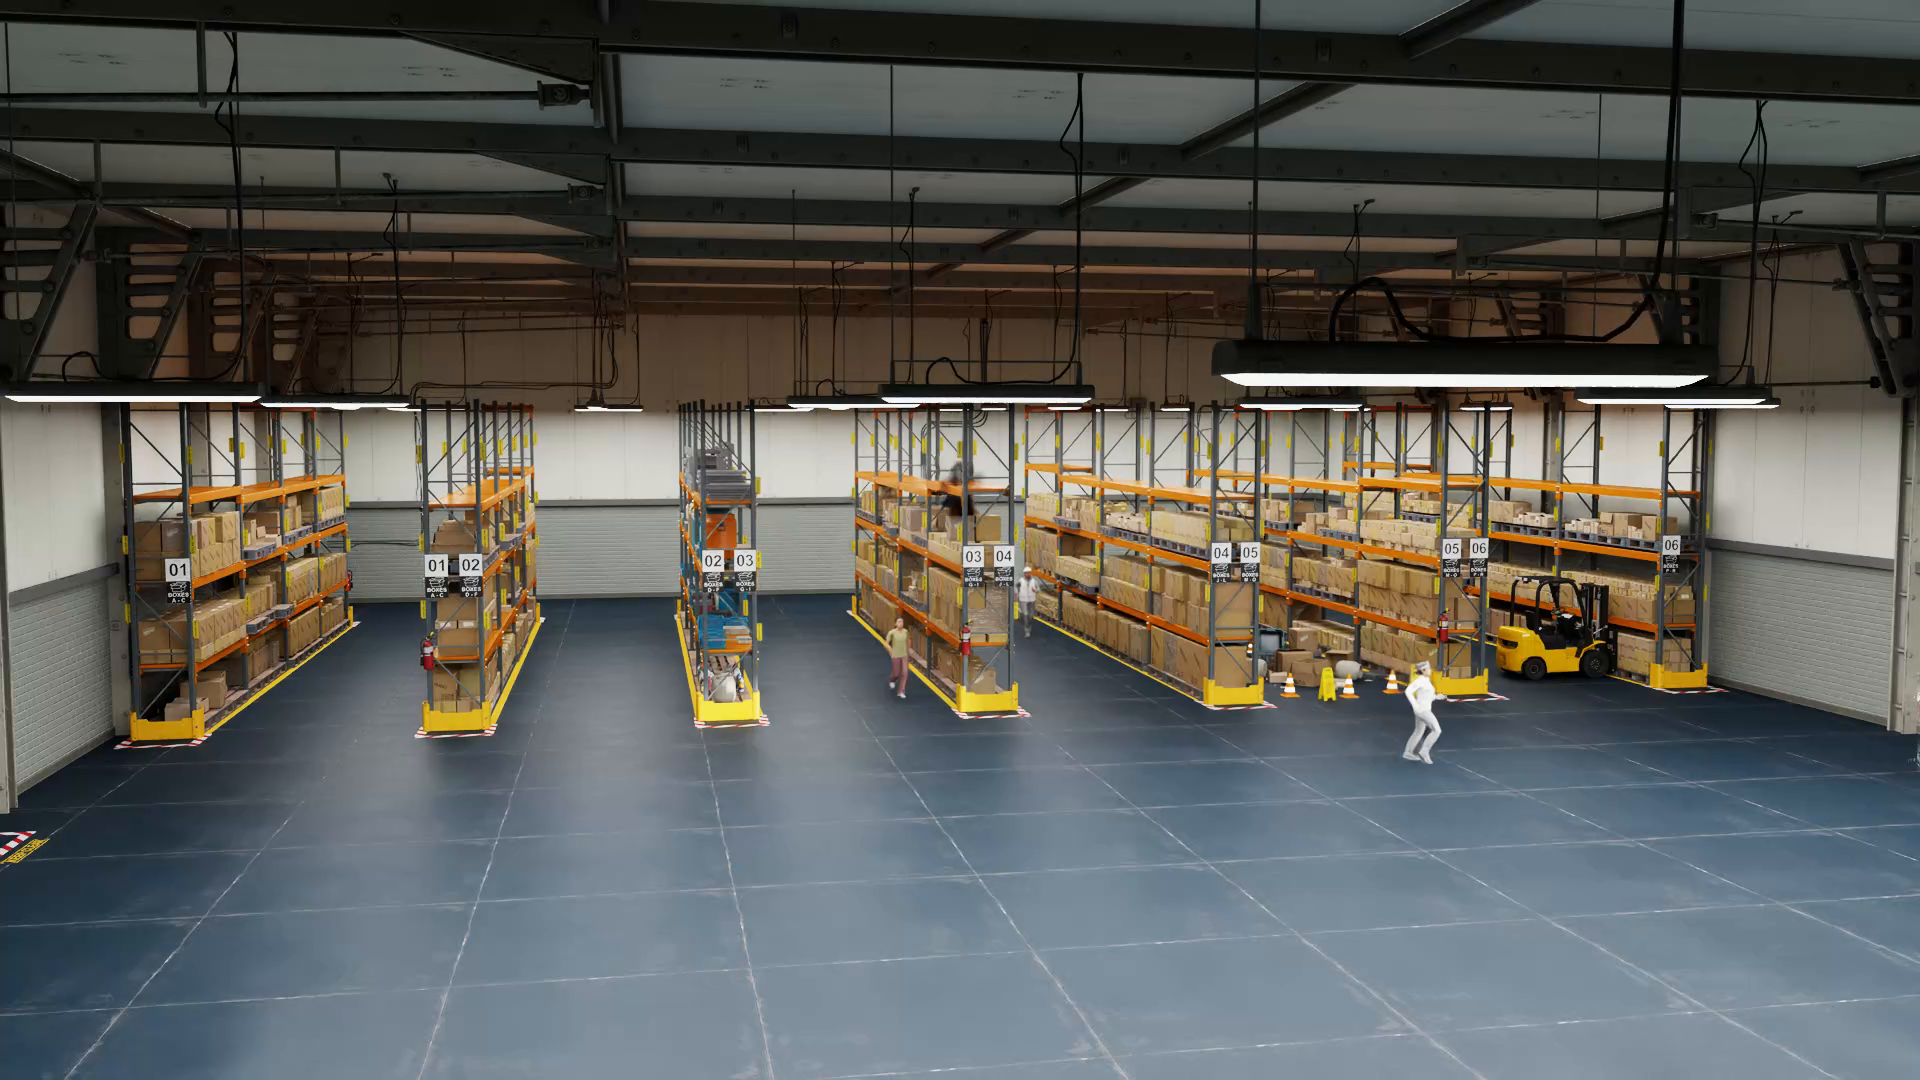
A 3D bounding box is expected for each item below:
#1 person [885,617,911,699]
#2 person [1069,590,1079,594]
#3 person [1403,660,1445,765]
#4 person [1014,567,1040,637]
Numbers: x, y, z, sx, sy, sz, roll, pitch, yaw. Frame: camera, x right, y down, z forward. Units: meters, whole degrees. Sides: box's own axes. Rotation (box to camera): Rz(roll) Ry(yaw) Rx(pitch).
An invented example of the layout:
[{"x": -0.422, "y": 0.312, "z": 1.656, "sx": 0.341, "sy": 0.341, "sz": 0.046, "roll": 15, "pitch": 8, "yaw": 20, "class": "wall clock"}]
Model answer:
[{"x": -1.245, "y": 2.367, "z": 33.807, "sx": 0.581, "sy": 1.645, "sz": 0.755, "roll": -2, "pitch": 5, "yaw": -21, "class": "person"}, {"x": 3.424, "y": 1.227, "z": 49.428, "sx": 0.692, "sy": 1.537, "sz": 0.593, "roll": 4, "pitch": 6, "yaw": 40, "class": "person"}, {"x": 7.619, "y": 2.824, "z": 27.269, "sx": 0.639, "sy": 1.700, "sz": 0.591, "roll": 1, "pitch": 5, "yaw": 19, "class": "person"}, {"x": 1.740, "y": 1.575, "z": 42.932, "sx": 0.640, "sy": 1.761, "sz": 0.966, "roll": -1, "pitch": 4, "yaw": -10, "class": "person"}]
